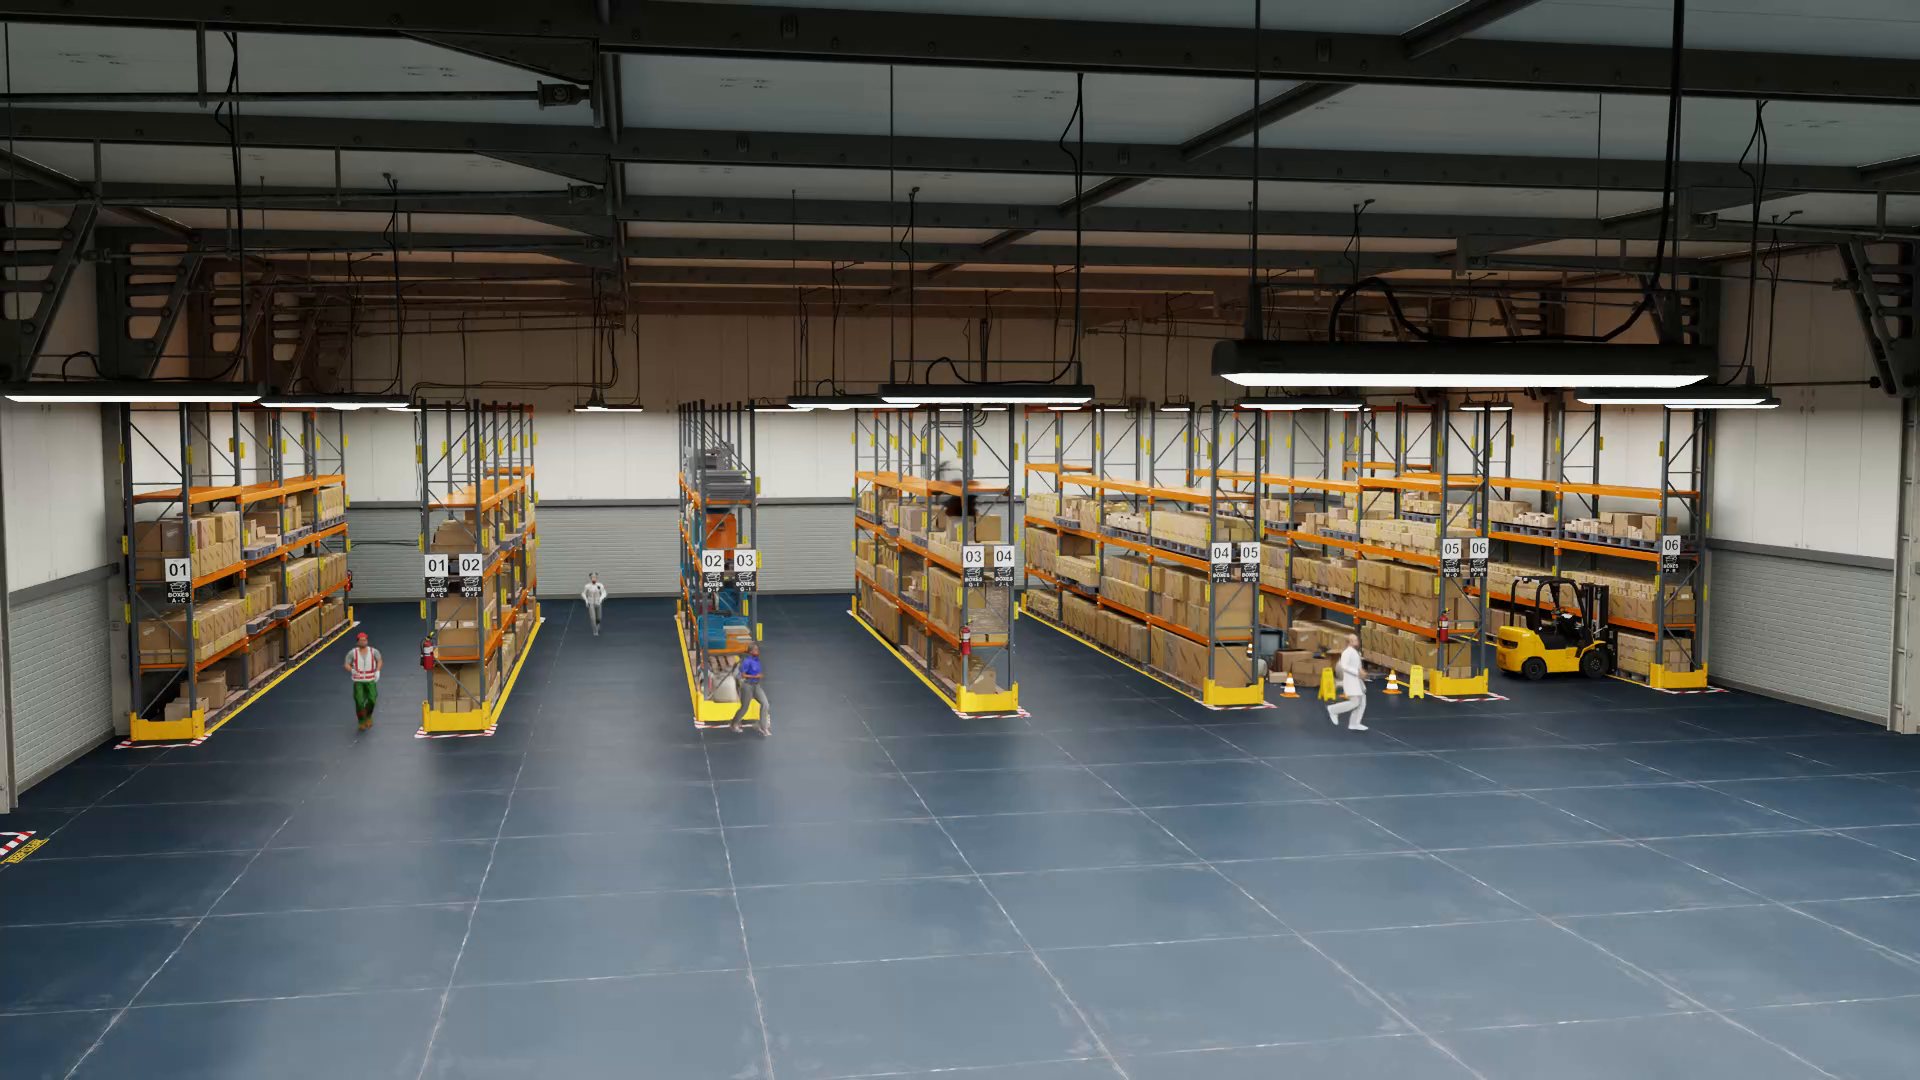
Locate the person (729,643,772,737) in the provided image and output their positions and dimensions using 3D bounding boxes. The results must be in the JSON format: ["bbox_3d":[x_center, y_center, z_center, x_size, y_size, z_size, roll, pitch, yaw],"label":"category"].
[{"bbox_3d":[-3.750,2.675,29.608,0.826,1.688,0.594,2,5,29],"label":"person"}]

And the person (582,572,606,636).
[{"bbox_3d":[-9.461,1.651,43.021,0.606,1.654,0.599,-1,4,-16],"label":"person"}]

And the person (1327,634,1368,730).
[{"bbox_3d":[7.085,2.571,30.218,0.756,1.737,0.709,3,5,31],"label":"person"}]

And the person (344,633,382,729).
[{"bbox_3d":[-10.784,2.563,30.116,0.655,1.760,0.556,-2,5,-24],"label":"person"}]
